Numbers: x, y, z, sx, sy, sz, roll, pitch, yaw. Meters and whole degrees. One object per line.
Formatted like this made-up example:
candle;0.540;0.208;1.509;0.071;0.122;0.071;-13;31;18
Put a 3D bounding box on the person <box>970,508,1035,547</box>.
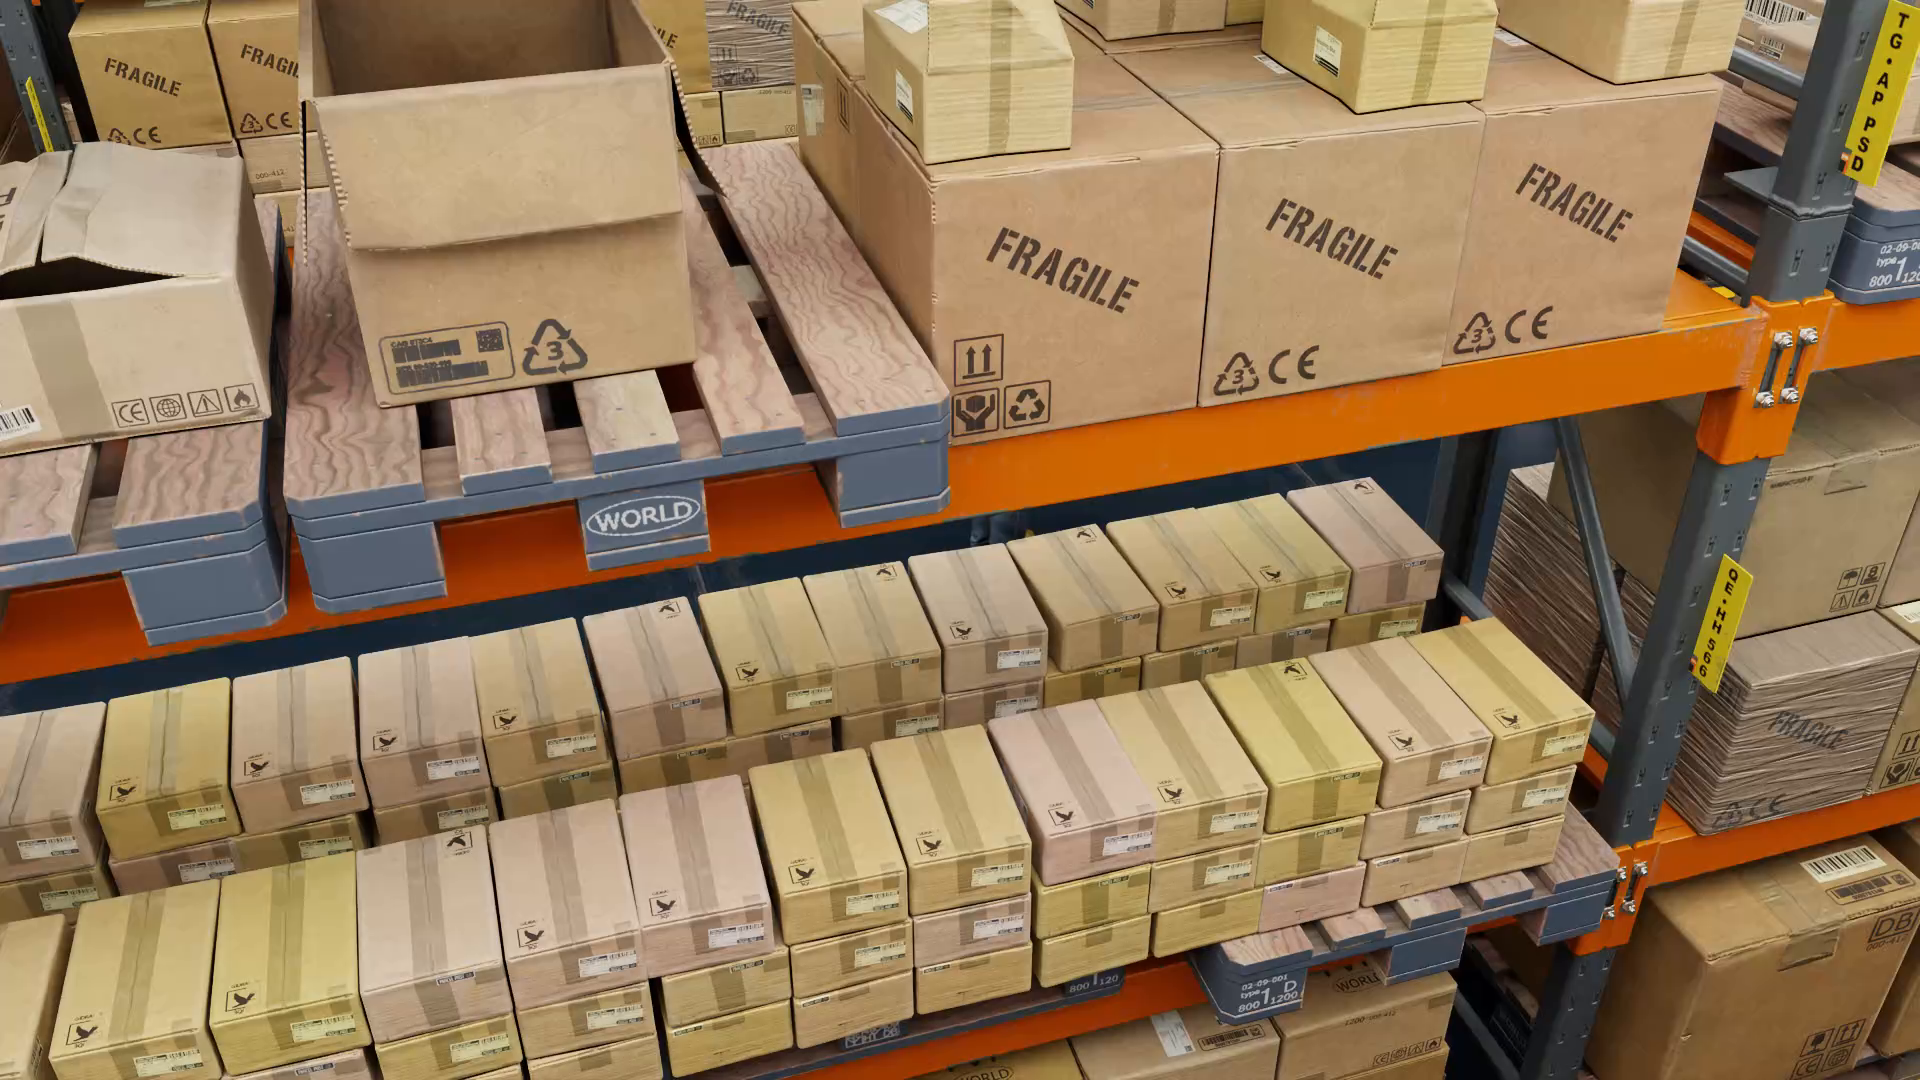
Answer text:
person;0.295;-0.650;7.095;0.558;1.763;0.505;-10;35;-15
